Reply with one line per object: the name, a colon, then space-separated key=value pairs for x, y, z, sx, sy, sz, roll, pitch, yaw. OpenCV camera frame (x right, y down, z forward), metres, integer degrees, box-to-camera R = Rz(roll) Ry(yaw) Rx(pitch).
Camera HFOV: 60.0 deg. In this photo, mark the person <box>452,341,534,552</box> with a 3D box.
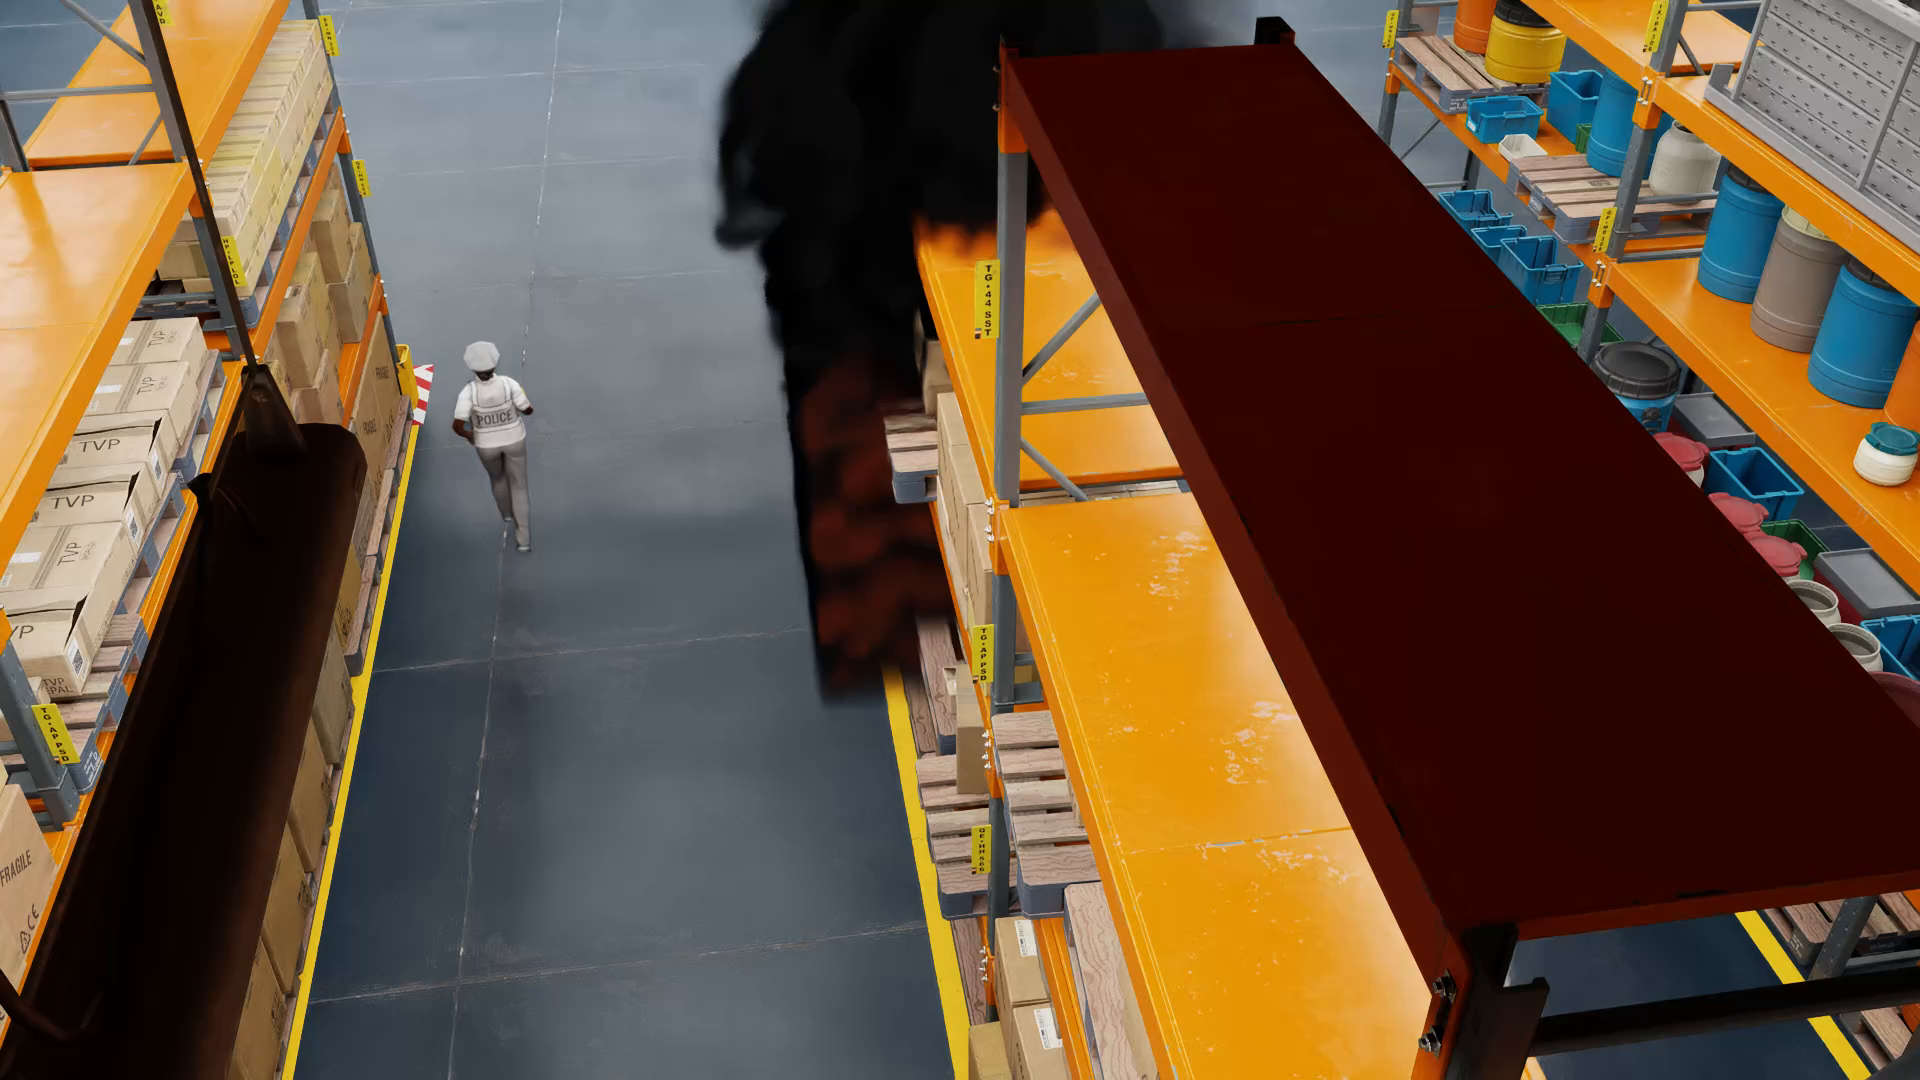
person: x=-3.455 y=-0.709 z=12.481 sx=0.581 sy=1.739 sz=0.818 roll=-9 pitch=37 yaw=-12
